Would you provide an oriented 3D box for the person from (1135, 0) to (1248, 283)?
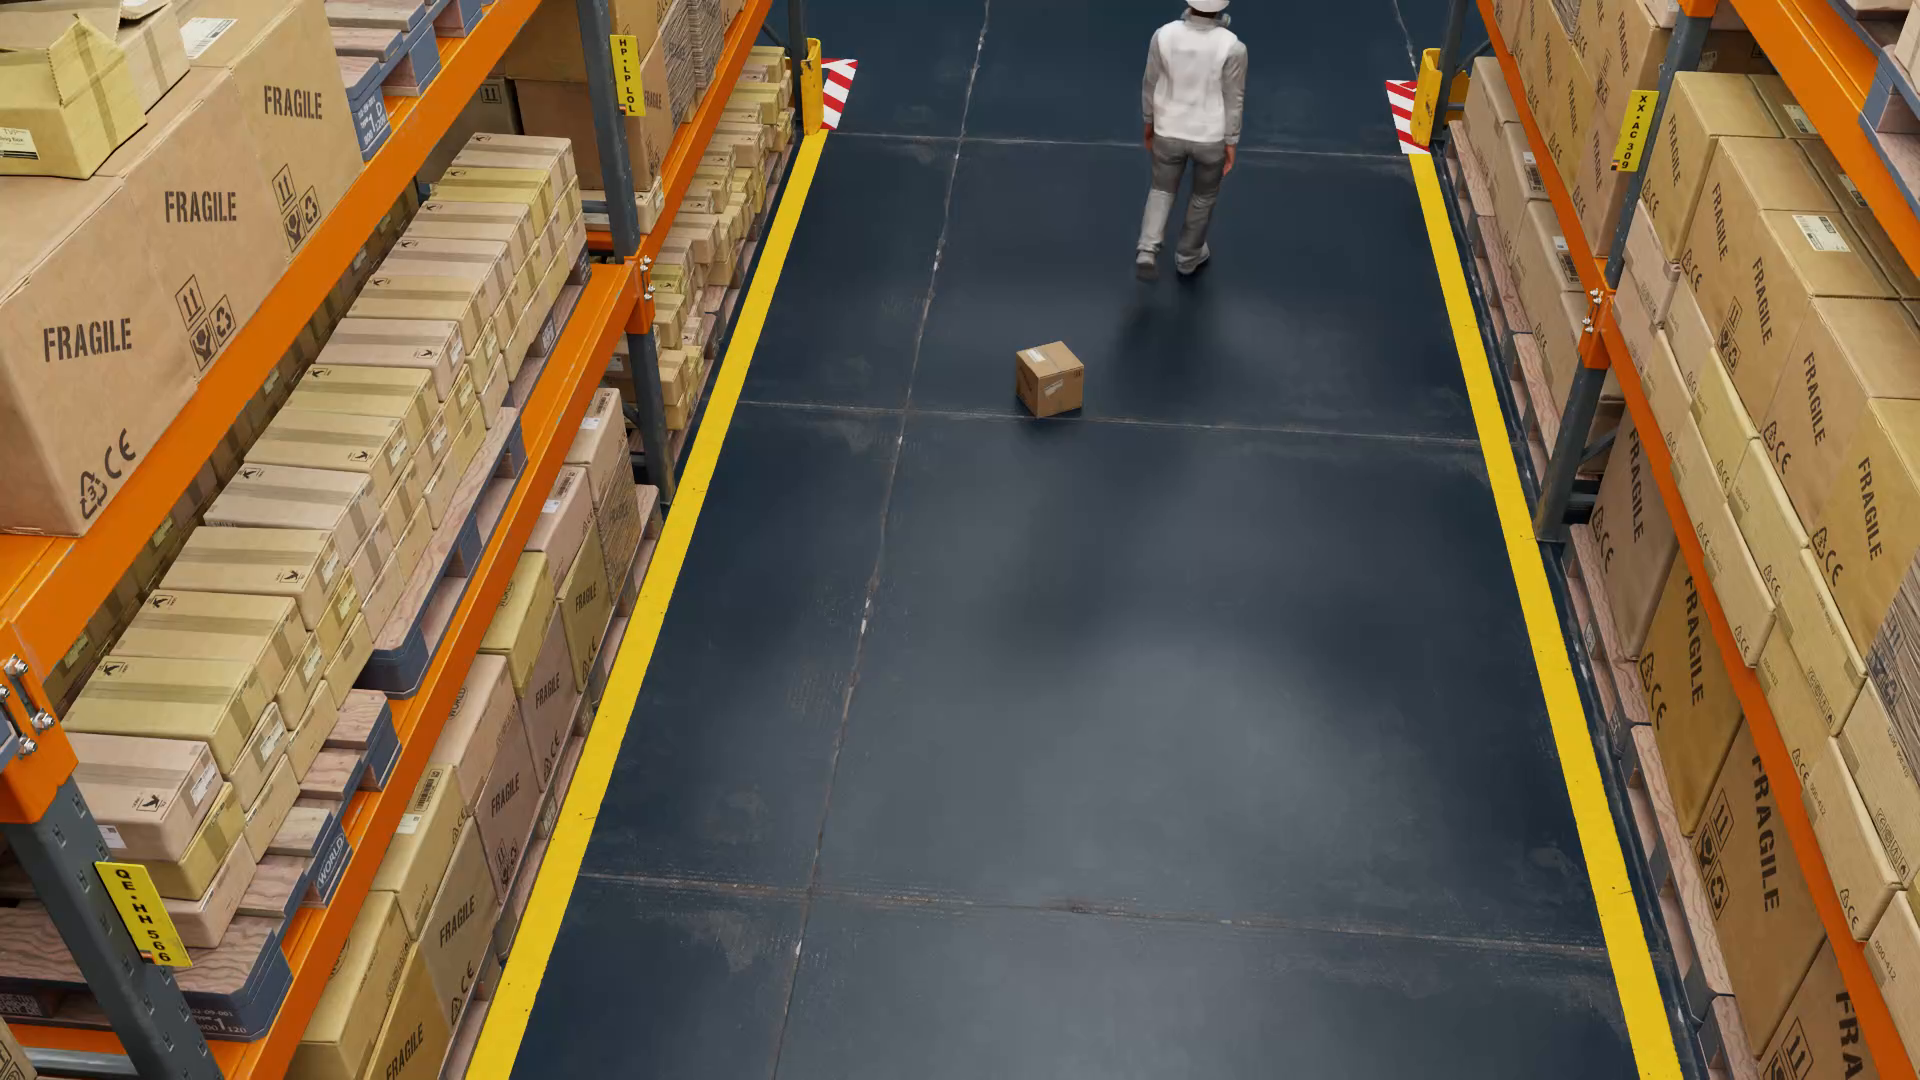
[{"bbox_3d":[1.185,-2.117,8.659,0.544,1.754,0.734,15,42,17],"label":"person"}]
